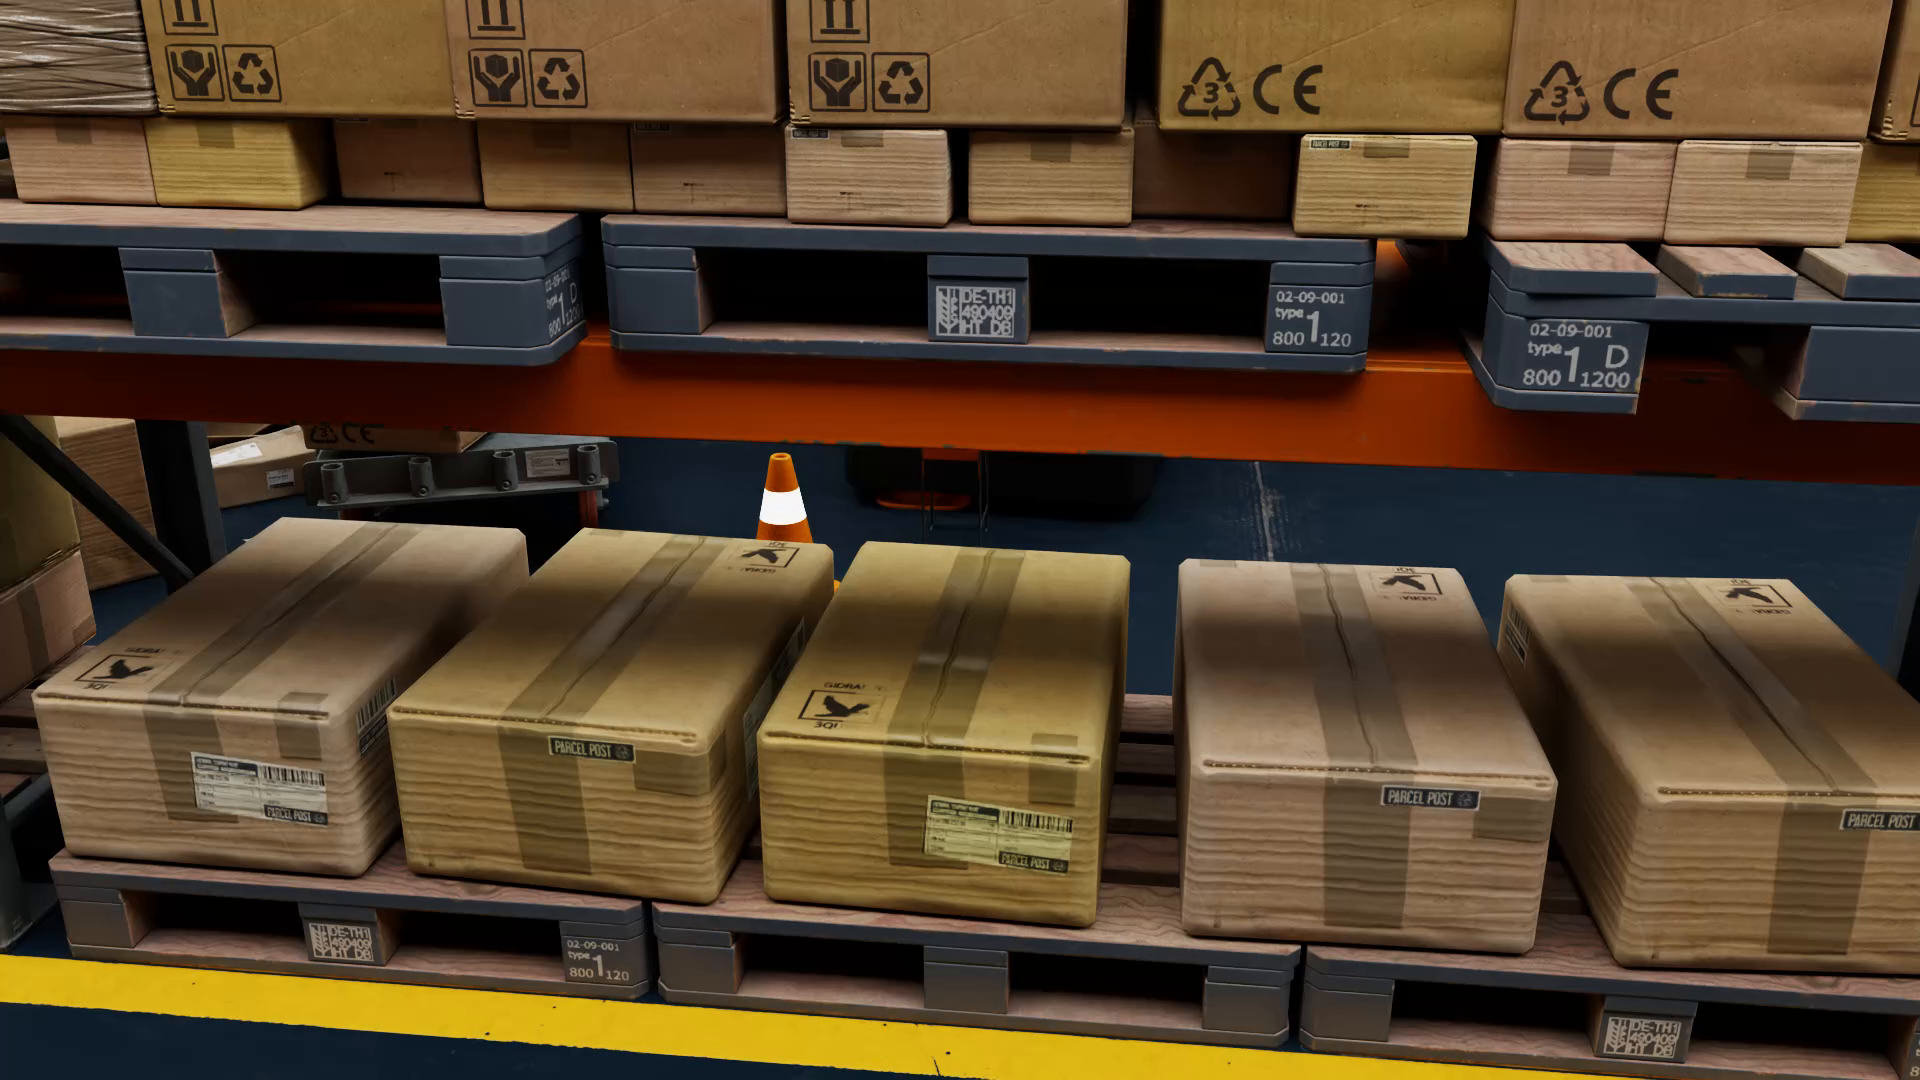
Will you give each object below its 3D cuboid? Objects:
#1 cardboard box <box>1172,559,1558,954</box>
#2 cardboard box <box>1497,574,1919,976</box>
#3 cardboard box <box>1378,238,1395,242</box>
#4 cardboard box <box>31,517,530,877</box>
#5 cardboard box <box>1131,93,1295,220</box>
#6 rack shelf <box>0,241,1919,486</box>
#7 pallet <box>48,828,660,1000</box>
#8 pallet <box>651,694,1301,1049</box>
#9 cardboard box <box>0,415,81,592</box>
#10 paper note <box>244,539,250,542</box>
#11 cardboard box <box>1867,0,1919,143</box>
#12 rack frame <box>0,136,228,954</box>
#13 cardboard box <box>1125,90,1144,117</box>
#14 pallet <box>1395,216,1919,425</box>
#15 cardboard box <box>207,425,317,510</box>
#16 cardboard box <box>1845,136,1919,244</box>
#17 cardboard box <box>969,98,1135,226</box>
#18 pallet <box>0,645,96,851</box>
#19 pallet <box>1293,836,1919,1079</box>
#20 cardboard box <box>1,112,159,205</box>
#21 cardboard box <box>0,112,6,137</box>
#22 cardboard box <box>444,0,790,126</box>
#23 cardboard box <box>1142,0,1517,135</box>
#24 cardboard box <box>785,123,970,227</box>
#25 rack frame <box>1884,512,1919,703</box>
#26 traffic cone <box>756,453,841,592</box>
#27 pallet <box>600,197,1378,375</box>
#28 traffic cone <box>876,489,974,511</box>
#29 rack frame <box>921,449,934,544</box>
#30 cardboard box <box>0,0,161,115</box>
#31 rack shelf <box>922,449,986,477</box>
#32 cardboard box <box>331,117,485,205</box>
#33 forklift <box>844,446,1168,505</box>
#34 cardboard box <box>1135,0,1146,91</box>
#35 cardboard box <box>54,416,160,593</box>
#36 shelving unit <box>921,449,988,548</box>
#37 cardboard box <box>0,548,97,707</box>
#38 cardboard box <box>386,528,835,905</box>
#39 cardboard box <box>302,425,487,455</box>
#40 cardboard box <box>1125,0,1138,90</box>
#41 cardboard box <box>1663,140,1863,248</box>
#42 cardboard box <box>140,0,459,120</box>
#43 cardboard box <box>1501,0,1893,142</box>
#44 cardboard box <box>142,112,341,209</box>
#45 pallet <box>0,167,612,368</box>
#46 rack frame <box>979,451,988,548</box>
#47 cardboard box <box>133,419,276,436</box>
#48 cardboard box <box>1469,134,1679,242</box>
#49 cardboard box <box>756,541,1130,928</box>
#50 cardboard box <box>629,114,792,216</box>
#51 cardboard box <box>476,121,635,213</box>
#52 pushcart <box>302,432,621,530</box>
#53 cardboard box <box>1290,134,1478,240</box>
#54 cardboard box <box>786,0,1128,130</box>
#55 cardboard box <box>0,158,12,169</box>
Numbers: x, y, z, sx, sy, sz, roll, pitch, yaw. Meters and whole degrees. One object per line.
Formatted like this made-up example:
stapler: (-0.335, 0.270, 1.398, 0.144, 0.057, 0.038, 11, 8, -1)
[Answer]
cardboard box: (0.761, 0.393, 3.368, 0.625, 0.372, 0.950, 2, 22, 5)
cardboard box: (1.495, 0.422, 3.295, 0.625, 0.372, 0.950, 1, 22, 3)
cardboard box: (1.943, -1.596, 7.887, 0.750, 0.750, 1.050, 2, 22, 6)
cardboard box: (-1.396, 0.299, 3.607, 0.625, 0.372, 0.950, 3, 22, 7)
cardboard box: (0.412, -0.640, 2.750, 0.250, 0.149, 0.380, 3, 22, 7)
rack shelf: (0.069, -0.328, 3.169, 4.000, 0.370, 1.077, 2, 22, 6)
pallet: (-1.144, 0.580, 3.685, 1.213, 0.211, 1.003, 2, 22, 6)
pallet: (0.071, 0.632, 3.553, 1.213, 0.211, 1.003, 2, 22, 6)
cardboard box: (-2.472, -0.139, 3.860, 0.500, 0.500, 0.500, 4, 22, 9)
paper note: (-2.243, -0.015, 5.435, 0.142, 0.019, 0.148, 2, 22, 6)
cardboard box: (1.570, -0.875, 2.461, 0.500, 0.500, 0.500, 2, 22, 5)
rack frame: (-1.918, -0.750, 3.256, 0.127, 3.000, 1.000, 2, 22, 6)
cardboard box: (0.406, -0.789, 3.127, 0.250, 0.149, 0.380, 3, 22, 8)
pallet: (1.334, -0.479, 2.833, 1.003, 0.211, 1.213, 2, 22, 6)
cardboard box: (-2.474, -0.297, 5.830, 0.396, 0.266, 0.258, -14, 25, -31)
cardboard box: (1.427, -0.568, 2.568, 0.250, 0.149, 0.380, 3, 22, 7)
cardboard box: (0.153, -0.621, 2.702, 0.250, 0.149, 0.380, 2, 22, 5)
pallet: (-2.589, 0.531, 3.809, 1.213, 0.211, 1.003, 2, 22, 6)
pallet: (1.279, 0.686, 3.418, 1.213, 0.211, 1.003, 2, 22, 6)
cardboard box: (-1.406, -0.689, 2.873, 0.250, 0.149, 0.380, 3, 22, 7)
cardboard box: (-2.322, -1.055, 3.488, 0.500, 0.500, 0.500, 2, 22, 6)
cardboard box: (-0.499, -0.957, 2.668, 0.500, 0.500, 0.500, 2, 22, 6)
cardboard box: (0.554, -0.915, 2.561, 0.500, 0.500, 0.500, 1, 22, 3)
cardboard box: (-0.115, -0.622, 2.704, 0.250, 0.149, 0.380, 3, 22, 8)
rack frame: (2.055, -0.576, 2.818, 0.127, 3.000, 1.000, 2, 22, 6)
traffic cone: (-0.521, -0.027, 4.879, 0.334, 0.463, 0.336, 2, 22, 6)
pallet: (0.084, -0.558, 3.032, 1.213, 0.211, 1.003, 2, 22, 6)
traffic cone: (-0.116, -0.380, 5.771, 0.334, 0.463, 0.336, 2, 22, 6)
rack frame: (-0.105, -0.563, 5.231, 0.006, 1.200, 0.240, 2, 22, 6)
cardboard box: (-1.486, -1.005, 2.789, 0.500, 0.500, 0.500, 3, 22, 8)
rack shelf: (-0.014, -0.294, 5.325, 0.180, 0.103, 0.258, 2, 22, 6)
cardboard box: (-0.869, -0.690, 2.877, 0.250, 0.149, 0.380, 4, 22, 10)
forklift: (0.383, -1.990, 6.486, 1.130, 2.935, 3.031, 4, 22, 10)
cardboard box: (0.589, -1.101, 3.033, 0.500, 0.500, 0.500, 3, 22, 7)
cardboard box: (-2.822, -0.131, 5.089, 0.500, 0.500, 0.500, -19, 28, -40)
shelving unit: (-0.014, -0.559, 5.221, 0.189, 1.200, 0.258, 2, 22, 6)
cardboard box: (-2.472, 0.210, 3.998, 0.500, 0.250, 0.500, 2, 22, 4)
cardboard box: (-0.682, 0.329, 3.531, 0.625, 0.372, 0.950, 4, 22, 10)
cardboard box: (-1.738, -0.590, 5.223, 0.500, 0.500, 0.500, 2, 22, 6)
cardboard box: (0.093, -1.126, 3.095, 0.500, 0.500, 0.500, 2, 22, 4)
cardboard box: (1.171, -0.563, 2.554, 0.250, 0.149, 0.380, 2, 22, 6)
cardboard box: (-0.988, -0.983, 2.735, 0.500, 0.500, 0.500, 3, 22, 6)
cardboard box: (1.056, -0.893, 2.507, 0.500, 0.500, 0.500, 2, 22, 5)
cardboard box: (-1.159, -0.675, 2.837, 0.250, 0.149, 0.380, 3, 22, 7)
pallet: (-1.176, -0.574, 3.073, 1.213, 0.211, 1.003, 2, 22, 6)
rack frame: (0.076, -0.555, 5.211, 0.006, 1.200, 0.240, 2, 22, 6)
cardboard box: (-2.918, -0.636, 6.179, 0.503, 0.637, 0.797, 2, 22, 6)
cardboard box: (0.922, -0.577, 2.589, 0.250, 0.149, 0.380, 1, 22, 4)
cardboard box: (0.009, 0.358, 3.457, 0.625, 0.372, 0.950, 3, 22, 8)
cardboard box: (-0.373, -0.653, 2.781, 0.250, 0.149, 0.380, 3, 22, 7)
cardboard box: (-0.618, -0.664, 2.810, 0.250, 0.149, 0.380, 3, 22, 7)
pushcart: (-1.699, -0.365, 5.849, 0.936, 0.377, 1.648, -5, 22, -12)
cardboard box: (0.647, -0.584, 2.606, 0.250, 0.149, 0.380, 3, 22, 7)
cardboard box: (0.012, -0.939, 2.622, 0.500, 0.500, 0.500, 2, 22, 4)
cardboard box: (-2.193, -0.763, 3.633, 0.250, 0.149, 0.380, 2, 22, 6)
